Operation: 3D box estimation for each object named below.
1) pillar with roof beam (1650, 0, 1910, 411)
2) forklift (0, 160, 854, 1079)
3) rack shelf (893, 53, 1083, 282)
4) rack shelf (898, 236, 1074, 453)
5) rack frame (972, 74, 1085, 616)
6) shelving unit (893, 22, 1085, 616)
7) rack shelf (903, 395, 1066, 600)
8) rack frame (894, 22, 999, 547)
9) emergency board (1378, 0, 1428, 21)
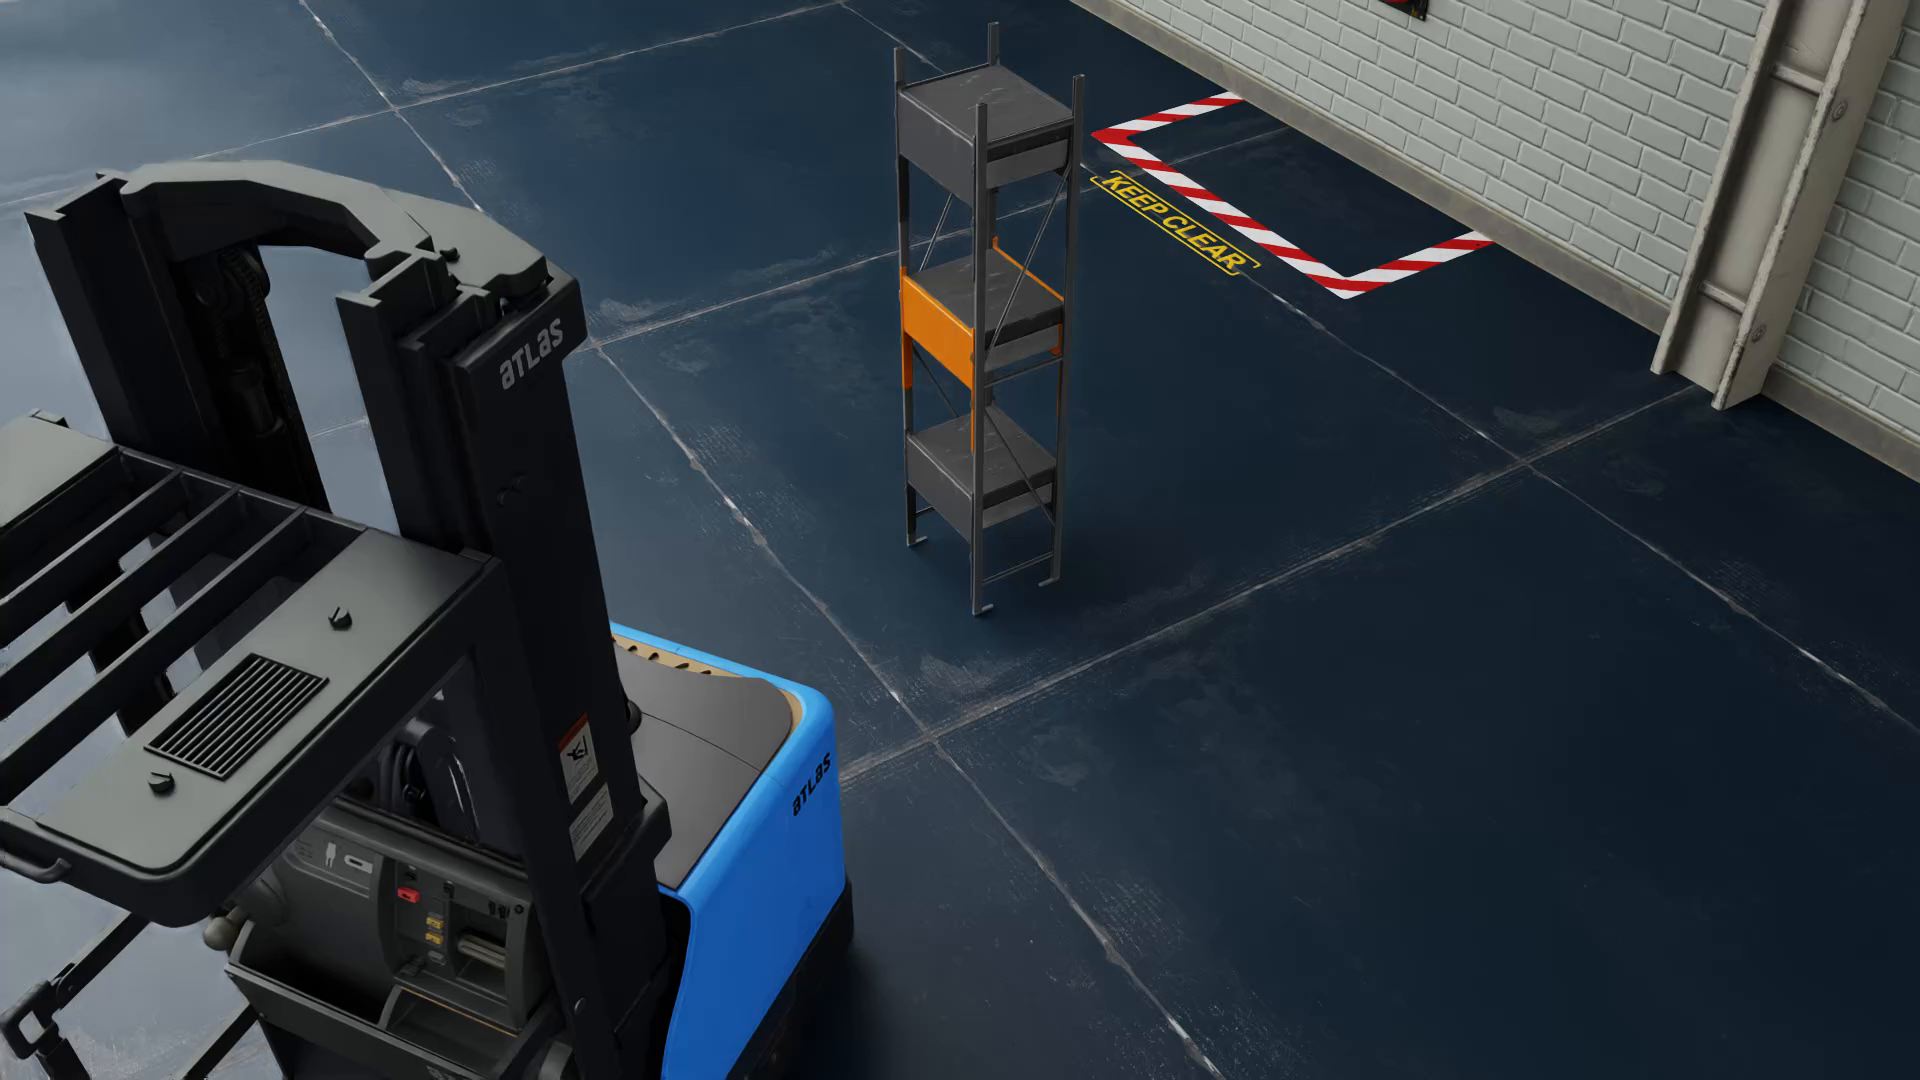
[{"bbox_3d":[-0.202,-2.712,2.975,9.100,9.000,0.400,-22,45,-24],"label":"pillar with roof beam"},{"bbox_3d":[-1.396,0.857,3.433,1.130,2.935,3.031,16,42,18],"label":"forklift"},{"bbox_3d":[0.089,-1.245,5.531,0.431,0.518,0.480,-22,45,-24],"label":"rack shelf"},{"bbox_3d":[0.089,-0.707,5.979,0.431,0.518,0.480,-22,45,-24],"label":"rack shelf"},{"bbox_3d":[0.220,-0.586,5.813,0.400,2.100,0.015,-22,45,-24],"label":"rack frame"},{"bbox_3d":[0.089,-0.717,5.971,0.431,2.100,0.503,-22,45,-24],"label":"shelving unit"},{"bbox_3d":[0.089,-0.169,6.427,0.431,0.518,0.480,-22,45,-24],"label":"rack shelf"},{"bbox_3d":[-0.042,-0.849,6.129,0.400,2.100,0.015,-22,45,-24],"label":"rack frame"},{"bbox_3d":[2.131,-3.236,8.290,0.194,1.169,0.643,-22,45,-24],"label":"emergency board"}]
